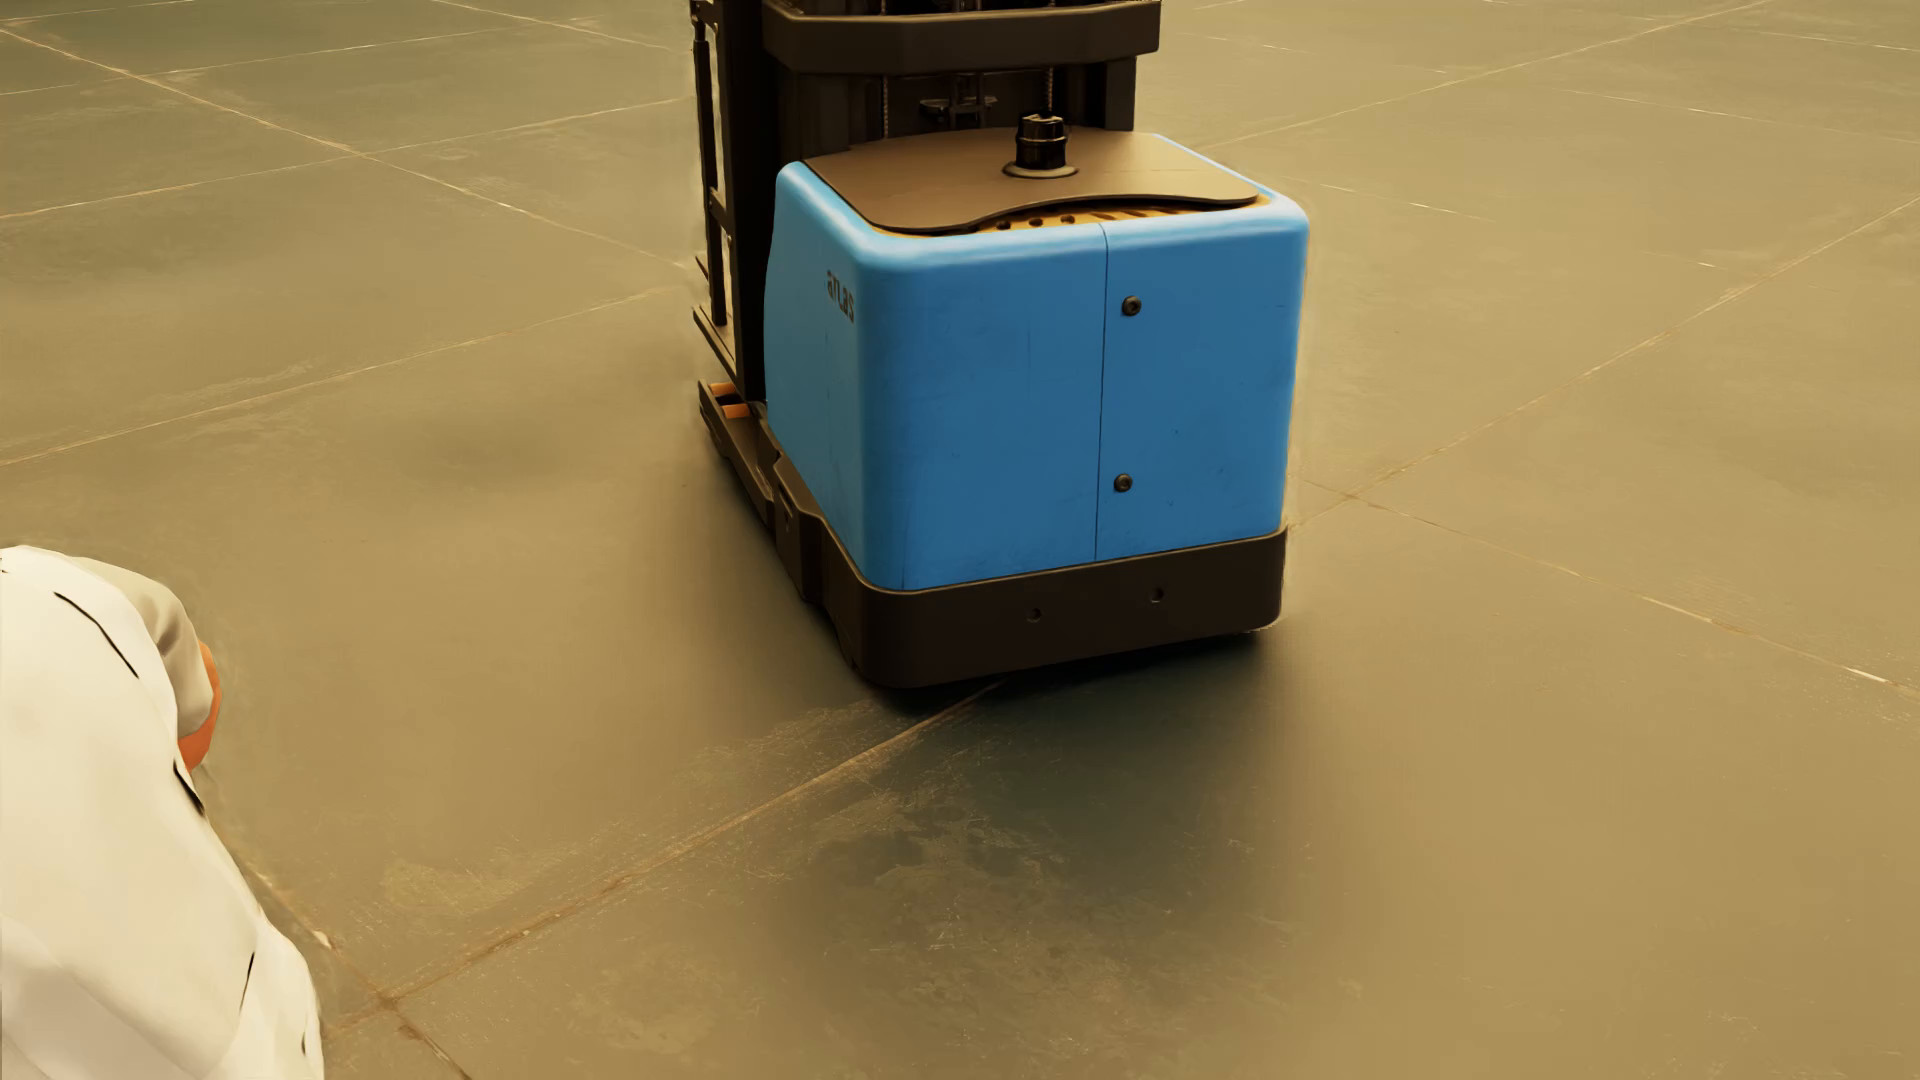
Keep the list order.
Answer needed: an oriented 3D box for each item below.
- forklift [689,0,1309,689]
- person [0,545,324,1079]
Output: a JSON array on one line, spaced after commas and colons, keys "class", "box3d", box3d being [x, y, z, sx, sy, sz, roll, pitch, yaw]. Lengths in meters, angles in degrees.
[{"class": "forklift", "box3d": [-0.179, -1.613, 4.502, 1.130, 2.935, 3.031, -9, 27, -17]}, {"class": "person", "box3d": [-0.957, 0.560, 1.537, 0.852, 1.644, 0.895, -7, 27, -14]}]
